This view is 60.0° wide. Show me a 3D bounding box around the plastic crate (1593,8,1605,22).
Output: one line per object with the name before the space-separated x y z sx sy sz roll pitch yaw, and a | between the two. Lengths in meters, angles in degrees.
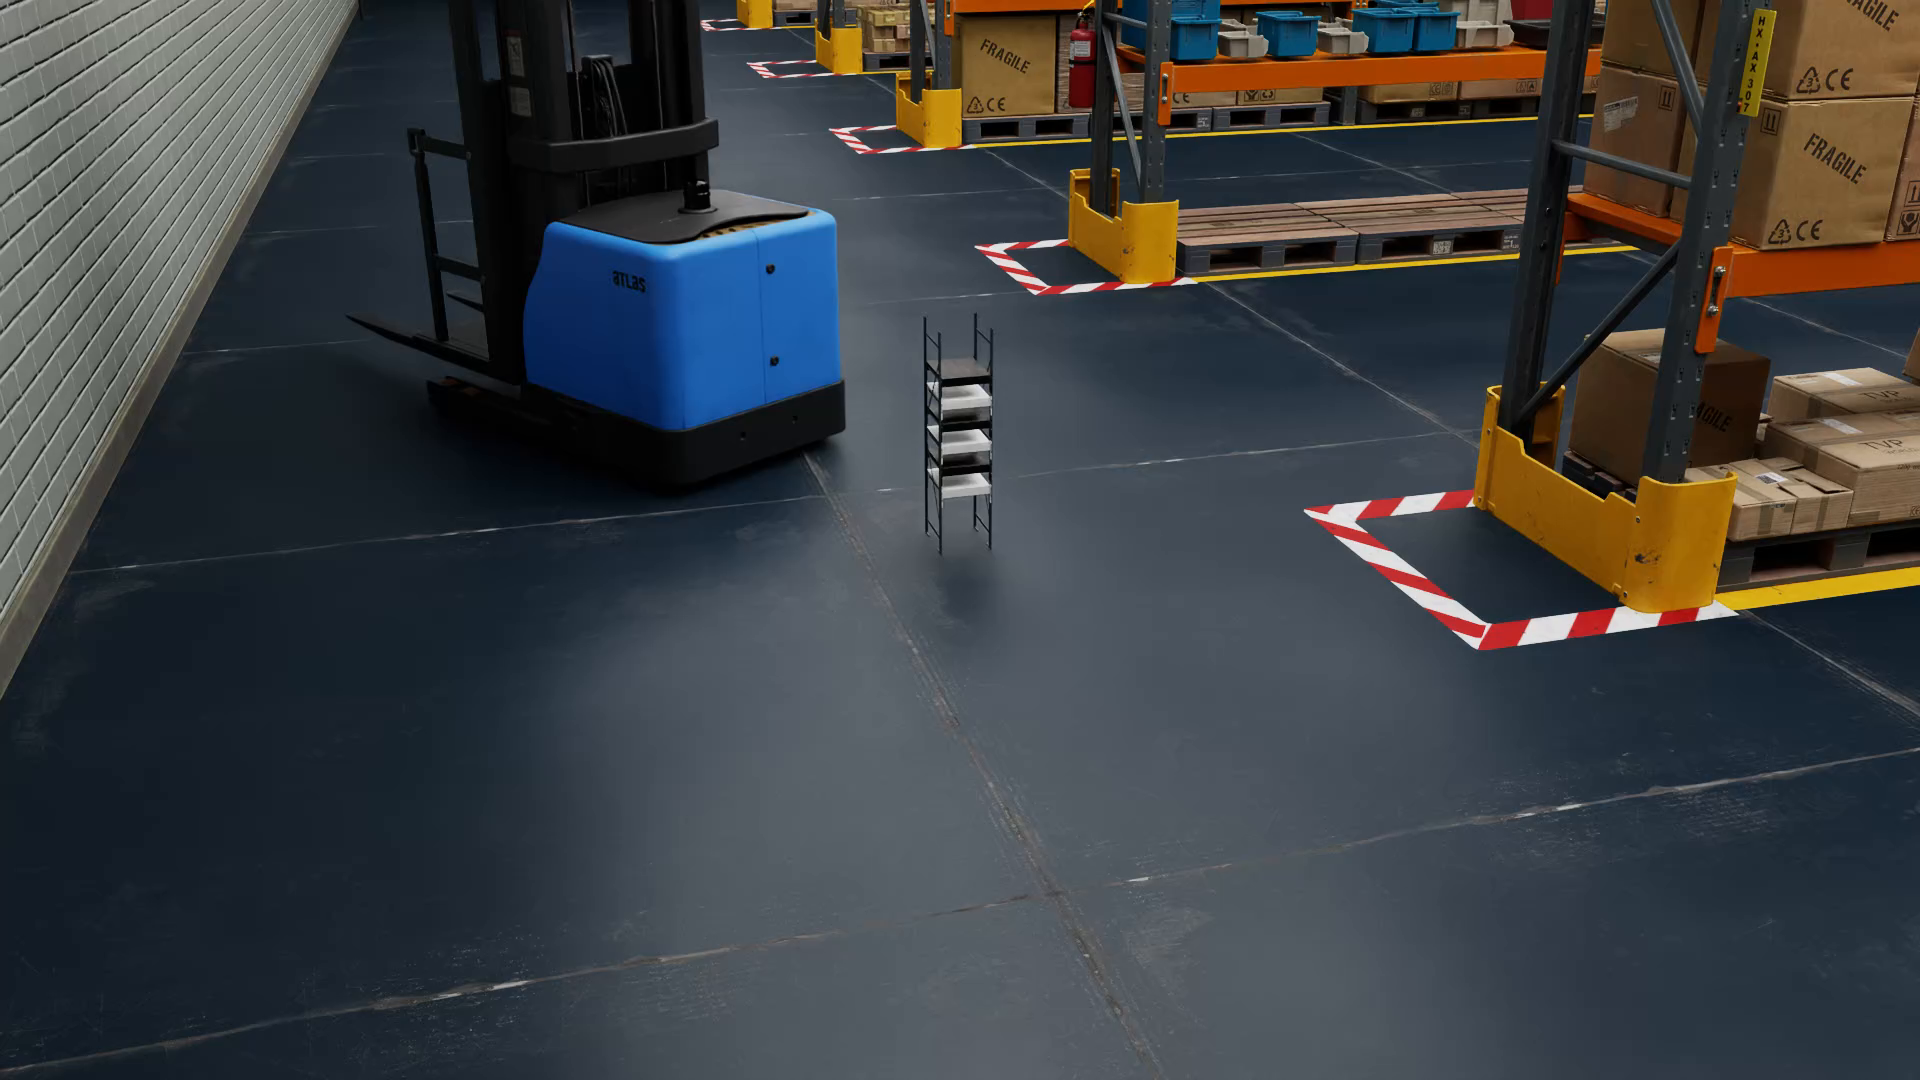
plastic crate | 4.432 -3.555 11.406 0.243 0.136 0.396 -6 24 -14

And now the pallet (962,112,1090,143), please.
pallet | 0.478 -3.931 15.562 1.213 0.211 1.003 -6 24 -14

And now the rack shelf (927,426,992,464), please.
rack shelf | -0.008 -0.382 6.502 0.200 0.077 0.258 -6 24 -14

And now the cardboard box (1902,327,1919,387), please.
cardboard box | 4.445 -0.616 6.906 0.637 0.503 0.797 -6 24 -14

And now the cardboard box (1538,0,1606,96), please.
cardboard box | 5.902 -5.009 16.700 0.875 0.875 1.225 -6 24 -14

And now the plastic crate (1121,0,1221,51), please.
plastic crate | 1.339 -3.368 10.592 0.499 0.435 0.616 -6 24 -14

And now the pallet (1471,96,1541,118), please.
pallet | 5.480 -4.485 16.852 1.213 0.211 1.003 -6 24 -14

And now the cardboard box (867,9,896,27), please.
cardboard box | -0.917 -6.075 19.350 0.250 0.149 0.380 -7 24 -17

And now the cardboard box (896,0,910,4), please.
cardboard box | -0.592 -8.180 24.645 0.875 0.438 0.875 -7 24 -16

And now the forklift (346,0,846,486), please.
forklift | -1.957 -2.050 7.728 3.031 2.935 1.130 20 30 38

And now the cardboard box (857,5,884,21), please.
cardboard box | -1.072 -6.301 19.876 0.250 0.149 0.380 -6 24 -14

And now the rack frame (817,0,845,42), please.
rack frame | -1.513 -6.992 19.159 0.127 3.000 1.000 -6 24 -14

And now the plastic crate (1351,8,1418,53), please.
plastic crate | 2.662 -3.210 10.480 0.300 0.233 0.416 -6 24 -14

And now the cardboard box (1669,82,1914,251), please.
cardboard box | 2.900 -1.330 5.836 0.500 0.500 0.500 -6 24 -13

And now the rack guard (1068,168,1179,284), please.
rack guard | 1.048 -2.061 10.838 0.348 0.500 1.175 -6 24 -14

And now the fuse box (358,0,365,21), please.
fuse box | -8.797 -8.472 24.242 0.414 1.711 0.539 -6 24 -14

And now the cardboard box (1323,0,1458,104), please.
cardboard box | 4.191 -4.816 16.251 0.875 0.875 1.225 -6 24 -14

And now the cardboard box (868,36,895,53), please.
cardboard box | -0.922 -5.809 19.485 0.250 0.149 0.380 -6 24 -13

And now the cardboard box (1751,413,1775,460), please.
cardboard box | 3.273 -0.397 6.824 0.250 0.166 0.380 -6 24 -14

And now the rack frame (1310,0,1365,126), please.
rack frame | 3.581 -5.524 15.738 0.127 3.000 1.000 -6 24 -14

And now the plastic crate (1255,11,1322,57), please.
plastic crate | 2.028 -3.140 10.317 0.300 0.233 0.416 -6 24 -14

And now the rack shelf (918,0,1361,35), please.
rack shelf | 1.655 -4.980 15.383 4.000 0.370 1.077 -6 24 -14

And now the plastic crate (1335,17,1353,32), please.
plastic crate | 2.628 -3.382 11.005 0.250 0.136 0.298 -6 24 -14

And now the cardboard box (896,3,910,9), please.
cardboard box | -0.599 -6.381 20.065 0.250 0.149 0.380 -7 24 -16

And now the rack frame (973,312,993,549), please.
rack frame | 0.090 -0.424 6.514 0.006 0.900 0.240 -6 24 -14

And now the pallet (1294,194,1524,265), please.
pallet | 3.044 -2.138 11.382 1.213 0.211 1.003 -6 24 -14

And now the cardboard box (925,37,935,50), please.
cardboard box | -0.455 -5.897 19.690 0.250 0.149 0.380 -6 24 -14

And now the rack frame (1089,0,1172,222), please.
rack frame | 1.067 -3.218 10.362 0.127 3.000 1.000 -6 24 -14

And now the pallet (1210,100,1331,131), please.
pallet | 2.827 -4.191 16.168 1.213 0.211 1.003 -6 24 -14

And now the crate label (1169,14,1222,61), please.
crate label | 1.394 -3.069 10.154 0.303 0.233 0.416 -6 24 -14

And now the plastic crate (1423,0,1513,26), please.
plastic crate | 3.399 -3.524 11.151 0.530 0.282 0.437 -6 24 -14

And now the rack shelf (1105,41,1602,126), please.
rack shelf | 2.993 -3.100 11.001 4.000 0.370 1.077 -6 24 -14

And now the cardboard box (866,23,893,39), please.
cardboard box | -0.939 -5.970 19.482 0.250 0.149 0.380 -5 24 -12

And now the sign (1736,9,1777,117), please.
sign | 2.548 -1.528 5.328 0.005 0.325 0.100 -6 24 -14

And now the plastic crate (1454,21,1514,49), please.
plastic crate | 3.323 -3.250 10.697 0.466 0.136 0.293 -6 24 -14

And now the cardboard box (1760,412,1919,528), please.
cardboard box | 3.483 -0.279 6.442 0.500 0.250 0.500 -6 24 -14

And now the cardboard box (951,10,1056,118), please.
cardboard box | 0.324 -4.413 15.311 0.875 0.875 0.875 -6 24 -14

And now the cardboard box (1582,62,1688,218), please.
cardboard box | 2.759 -1.534 6.311 0.500 0.500 0.500 -6 24 -13

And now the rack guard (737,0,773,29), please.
rack guard | -2.971 -7.709 24.000 0.348 0.500 1.175 -6 24 -14

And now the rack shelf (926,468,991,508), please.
rack shelf | -0.008 -0.217 6.573 0.200 0.077 0.258 -6 24 -14

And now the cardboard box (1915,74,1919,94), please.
cardboard box | 3.401 -1.848 5.775 0.500 0.500 0.500 -6 24 -14

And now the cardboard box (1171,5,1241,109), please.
cardboard box | 2.057 -4.605 15.758 0.875 0.875 0.875 -6 24 -14

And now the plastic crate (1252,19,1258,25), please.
plastic crate | 2.086 -3.305 10.824 0.243 0.136 0.396 -6 24 -14

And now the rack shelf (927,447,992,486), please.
rack shelf | -0.008 -0.299 6.537 0.200 0.077 0.258 -6 24 -14

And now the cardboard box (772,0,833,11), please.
cardboard box | -2.339 -7.984 24.188 0.875 0.438 0.875 -7 24 -16

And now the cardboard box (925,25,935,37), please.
cardboard box | -0.449 -6.037 19.639 0.250 0.149 0.380 -6 24 -14

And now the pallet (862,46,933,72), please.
pallet | -0.648 -5.792 19.898 1.213 0.211 1.003 -6 24 -14

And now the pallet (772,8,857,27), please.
pallet | -2.199 -7.694 24.331 1.213 0.211 1.003 -6 24 -14

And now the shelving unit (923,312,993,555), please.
shelving unit | -0.008 -0.413 6.488 0.210 0.900 0.258 -6 24 -14

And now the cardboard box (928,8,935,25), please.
cardboard box | -0.407 -6.128 19.474 0.250 0.149 0.380 -6 24 -15

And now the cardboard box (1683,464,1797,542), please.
cardboard box | 2.898 -0.143 6.254 0.250 0.149 0.380 -6 24 -14
